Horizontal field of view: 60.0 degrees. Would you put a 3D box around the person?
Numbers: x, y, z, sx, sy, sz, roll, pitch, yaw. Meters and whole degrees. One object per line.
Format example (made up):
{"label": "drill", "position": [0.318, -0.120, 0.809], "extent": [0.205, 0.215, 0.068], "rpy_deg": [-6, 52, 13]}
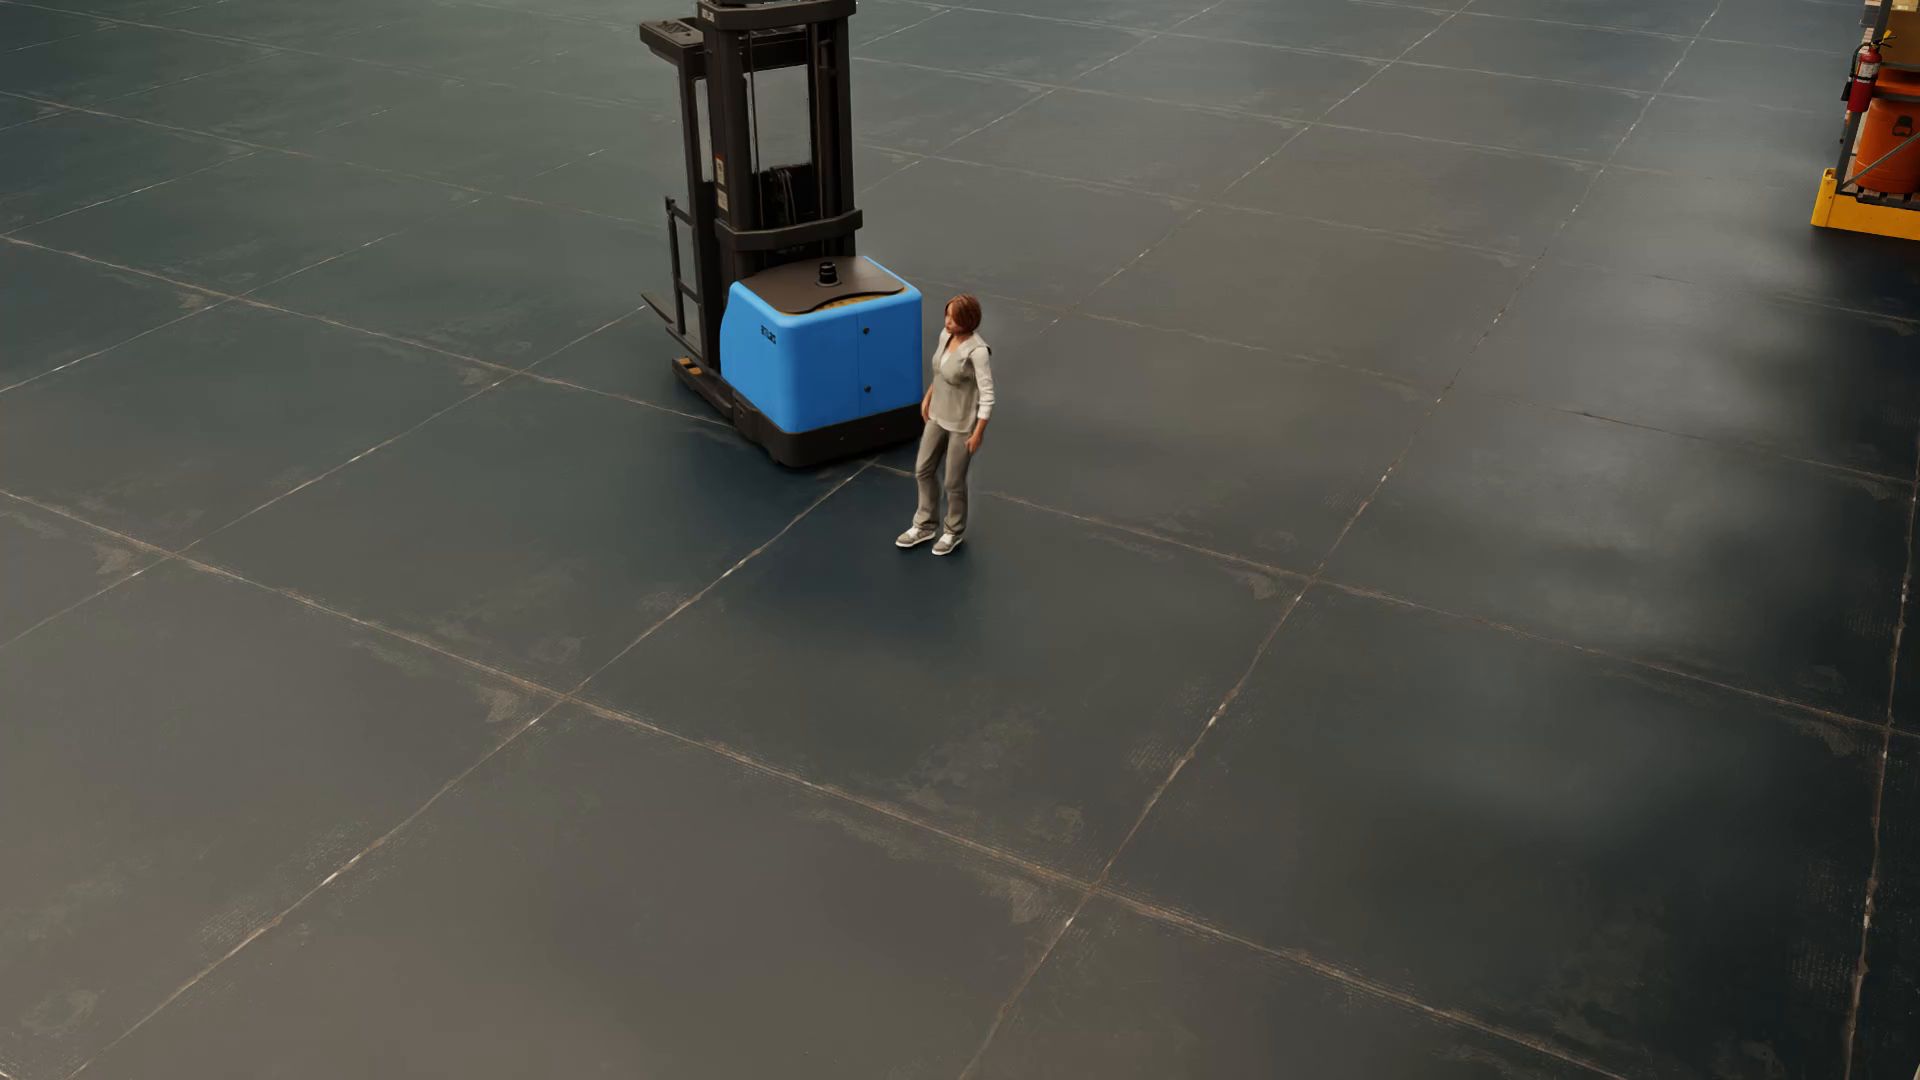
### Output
{"label": "person", "position": [-0.106, -0.654, 9.551], "extent": [0.489, 1.588, 0.528], "rpy_deg": [-18, 34, -28]}

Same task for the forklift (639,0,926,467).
{"label": "forklift", "position": [-1.415, -2.438, 11.295], "extent": [1.130, 2.935, 3.031], "rpy_deg": [-17, 34, -26]}
